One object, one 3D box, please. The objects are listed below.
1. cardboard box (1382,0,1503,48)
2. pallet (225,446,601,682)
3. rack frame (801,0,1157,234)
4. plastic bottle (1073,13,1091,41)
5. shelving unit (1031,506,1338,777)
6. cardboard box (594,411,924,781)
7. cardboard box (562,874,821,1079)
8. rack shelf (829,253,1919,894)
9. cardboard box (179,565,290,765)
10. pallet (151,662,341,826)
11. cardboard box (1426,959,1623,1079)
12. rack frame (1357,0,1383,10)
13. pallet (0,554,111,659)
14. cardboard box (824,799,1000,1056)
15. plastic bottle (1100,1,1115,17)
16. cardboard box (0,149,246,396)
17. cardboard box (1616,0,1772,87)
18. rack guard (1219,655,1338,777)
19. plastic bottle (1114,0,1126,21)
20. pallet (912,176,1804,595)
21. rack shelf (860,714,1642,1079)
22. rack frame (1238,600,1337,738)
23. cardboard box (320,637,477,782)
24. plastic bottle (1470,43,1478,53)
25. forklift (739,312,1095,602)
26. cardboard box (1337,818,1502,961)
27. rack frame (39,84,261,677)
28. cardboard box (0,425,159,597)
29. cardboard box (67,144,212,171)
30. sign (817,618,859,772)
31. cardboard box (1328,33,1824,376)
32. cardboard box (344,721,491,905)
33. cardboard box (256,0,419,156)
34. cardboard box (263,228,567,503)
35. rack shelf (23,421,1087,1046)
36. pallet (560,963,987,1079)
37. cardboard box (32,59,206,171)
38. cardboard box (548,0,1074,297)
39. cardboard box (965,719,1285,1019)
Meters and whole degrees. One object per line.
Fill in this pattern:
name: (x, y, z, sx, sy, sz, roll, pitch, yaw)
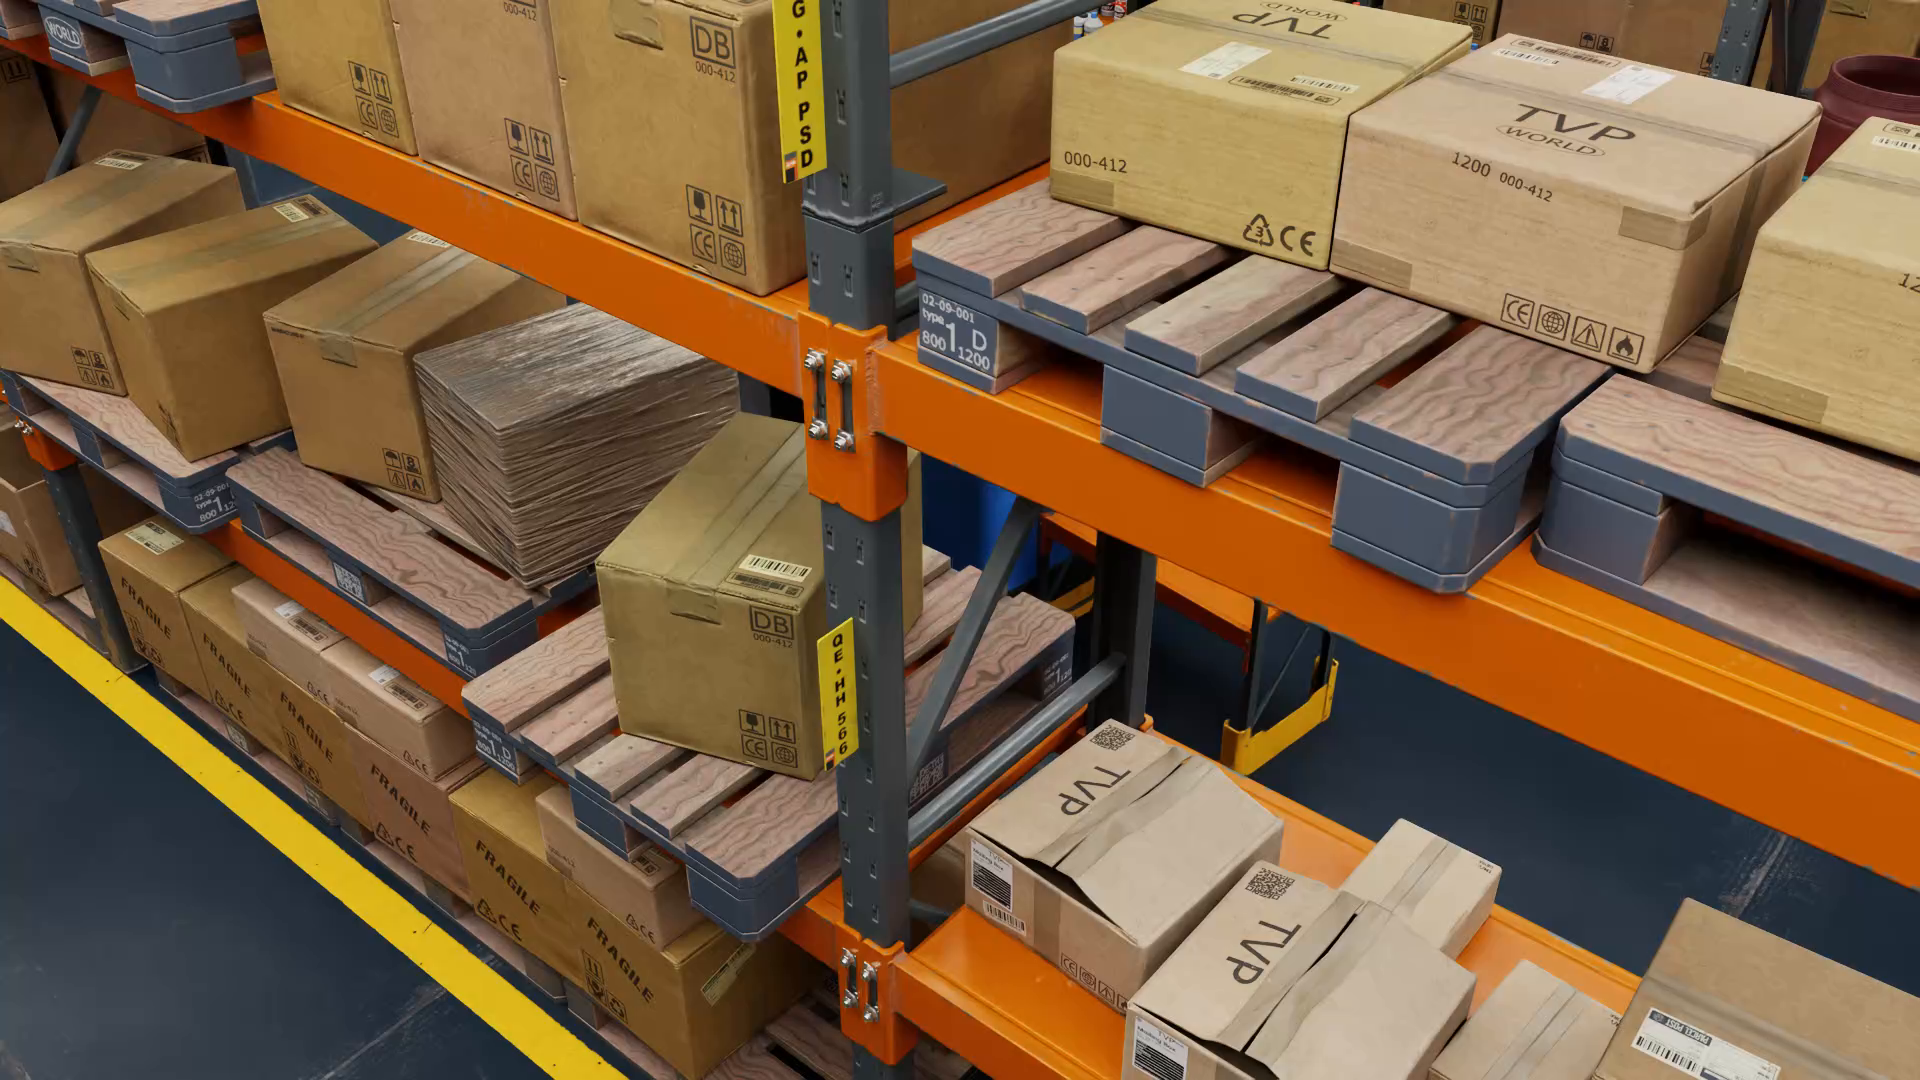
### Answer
cardboard box: (3.880, -4.326, 12.405, 0.875, 0.875, 1.225, 25, 42, 32)
pallet: (-1.389, -0.118, 4.941, 1.213, 0.211, 1.003, 25, 42, 32)
rack frame: (0.108, -1.967, 2.166, 0.127, 3.000, 1.000, 25, 42, 32)
plastic bottle: (0.599, -2.580, 8.466, 0.135, 0.276, 0.152, 25, 42, 32)
shelving unit: (0.825, -0.068, 6.024, 0.587, 1.500, 1.083, -28, 43, -34)
cardboard box: (-0.448, 0.112, 3.978, 0.500, 0.500, 0.700, 12, 36, 17)
cardboard box: (-0.761, 1.118, 4.792, 0.500, 0.500, 0.500, 27, 43, 34)
rack shelf: (1.645, 0.290, 2.164, 4.000, 0.370, 1.077, 25, 42, 32)
cardboard box: (-2.333, 0.375, 5.873, 0.500, 0.500, 0.500, 26, 42, 32)
pallet: (-2.317, 0.485, 6.358, 1.213, 0.211, 1.003, 25, 42, 32)
cardboard box: (1.124, 1.047, 3.298, 0.250, 0.149, 0.380, 29, 44, 35)
rack frame: (3.375, -5.252, 12.248, 0.127, 3.000, 1.000, 25, 42, 32)
pallet: (-3.493, -0.043, 7.126, 1.213, 0.211, 1.003, 25, 42, 32)
cardboard box: (-0.059, 1.065, 4.868, 0.500, 0.500, 0.500, 27, 43, 34)
plastic bottle: (0.822, -2.983, 9.119, 0.097, 0.201, 0.097, 0, 34, 0)
cardboard box: (-2.745, -0.889, 5.435, 0.500, 0.500, 0.700, 12, 36, 17)
cardboard box: (5.252, -3.685, 11.473, 0.875, 0.875, 1.225, 25, 42, 32)
rack guard: (1.164, 0.654, 6.077, 0.587, 0.250, 0.087, -28, 43, -34)
plastic bottle: (0.886, -2.908, 9.010, 0.097, 0.201, 0.097, 0, 34, 0)
pallet: (0.687, -0.446, 2.767, 1.003, 0.211, 1.213, 27, 43, 34)
rack shelf: (1.645, 1.527, 3.013, 4.000, 0.370, 1.077, 25, 42, 32)
rack frame: (1.177, 0.147, 5.712, 0.500, 1.500, 0.032, -28, 43, -34)
cardboard box: (-1.596, 0.422, 5.143, 0.500, 0.250, 0.500, 24, 41, 31)
plastic bottle: (2.447, -2.246, 7.984, 0.097, 0.271, 0.097, 0, 34, 0)
forklift: (-0.534, -1.533, 6.893, 1.130, 2.935, 3.031, -28, 43, -34)
cardboard box: (0.976, 0.815, 3.636, 0.250, 0.149, 0.380, 25, 42, 32)
rack frame: (-2.966, -0.943, 5.974, 0.127, 3.000, 1.000, 25, 42, 32)
cardboard box: (-3.585, -0.177, 6.678, 0.500, 0.500, 0.500, 25, 42, 32)
cardboard box: (-3.183, -1.288, 6.387, 0.500, 0.500, 0.500, 26, 42, 33)
sign: (-0.232, 0.301, 3.210, 0.005, 0.325, 0.100, 25, 42, 32)
cardboard box: (0.907, -0.520, 2.470, 0.500, 0.250, 0.500, 26, 42, 33)
cardboard box: (-1.566, 0.743, 5.338, 0.500, 0.500, 0.500, 24, 41, 30)
cardboard box: (-1.040, -1.289, 3.739, 0.500, 0.500, 0.910, 25, 42, 32)
cardboard box: (-1.569, -0.544, 4.934, 0.500, 0.500, 0.700, 15, 37, 20)
rack shelf: (-1.429, 0.078, 5.123, 4.000, 0.370, 1.077, 25, 42, 32)
pallet: (-0.442, 1.368, 5.071, 1.213, 0.211, 1.003, 25, 42, 32)
cardboard box: (-3.148, -1.690, 6.089, 0.500, 0.500, 0.500, 26, 42, 33)
cardboard box: (-0.249, -0.915, 3.195, 0.500, 0.500, 0.910, 25, 42, 32)
cardboard box: (0.360, 0.693, 3.670, 0.500, 0.311, 0.500, 28, 43, 35)
